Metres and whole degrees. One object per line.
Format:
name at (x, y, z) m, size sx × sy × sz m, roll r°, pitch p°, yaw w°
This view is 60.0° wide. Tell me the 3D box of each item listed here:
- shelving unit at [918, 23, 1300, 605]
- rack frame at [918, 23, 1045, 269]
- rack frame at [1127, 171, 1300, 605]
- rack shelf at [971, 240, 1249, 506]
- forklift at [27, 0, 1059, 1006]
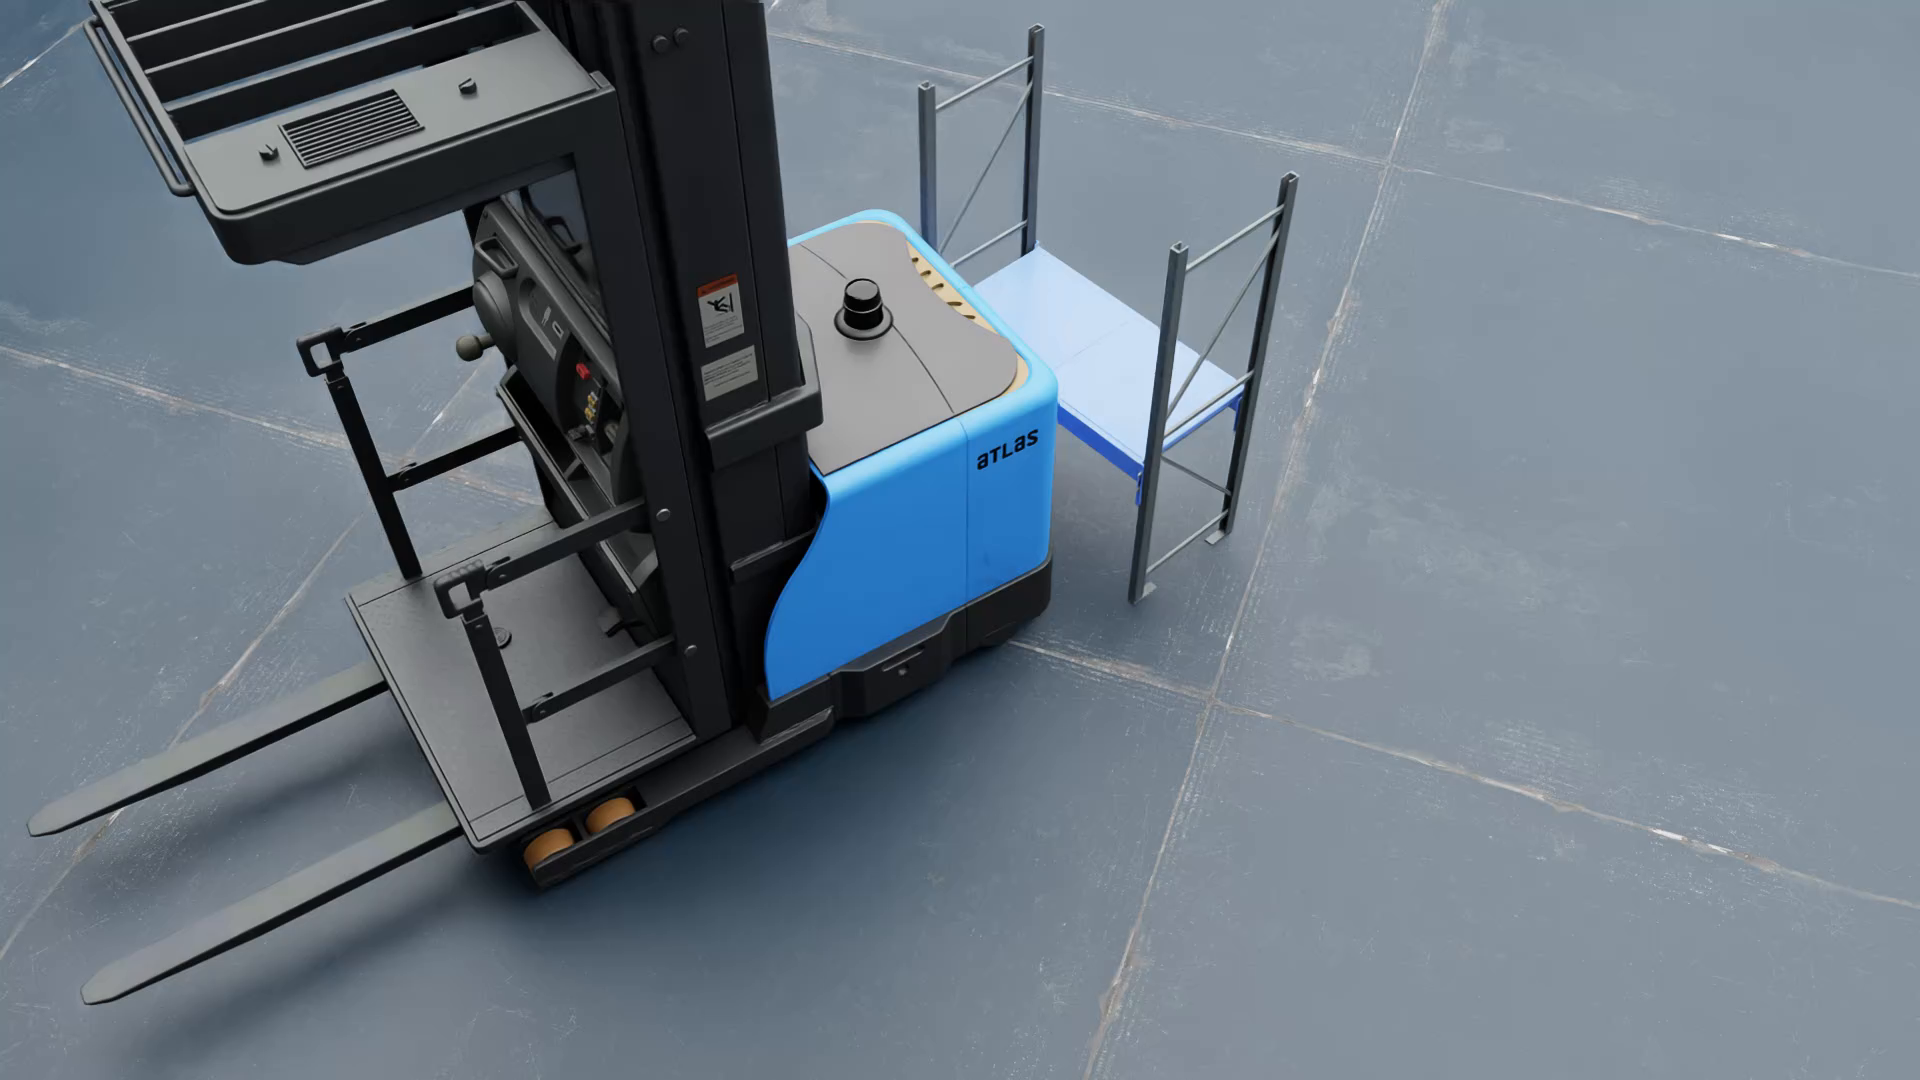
shelving unit at (0.412, -0.692, 5.357) m, size 0.538 × 1.500 × 1.048 m, roll -35°, pitch 57°, yaw -26°
rack frame at (0.069, -0.975, 5.603) m, size 0.500 × 1.500 × 0.032 m, roll -35°, pitch 57°, yaw -26°
rack frame at (0.756, -0.408, 5.111) m, size 0.500 × 1.500 × 0.032 m, roll -35°, pitch 57°, yaw -26°
rack shelf at (0.412, -0.574, 5.493) m, size 0.538 × 0.185 × 1.000 m, roll -35°, pitch 57°, yaw -26°
forklift at (-1.218, -0.417, 4.171) m, size 3.031 × 2.935 × 1.130 m, roll -26°, pitch 54°, yaw -21°
